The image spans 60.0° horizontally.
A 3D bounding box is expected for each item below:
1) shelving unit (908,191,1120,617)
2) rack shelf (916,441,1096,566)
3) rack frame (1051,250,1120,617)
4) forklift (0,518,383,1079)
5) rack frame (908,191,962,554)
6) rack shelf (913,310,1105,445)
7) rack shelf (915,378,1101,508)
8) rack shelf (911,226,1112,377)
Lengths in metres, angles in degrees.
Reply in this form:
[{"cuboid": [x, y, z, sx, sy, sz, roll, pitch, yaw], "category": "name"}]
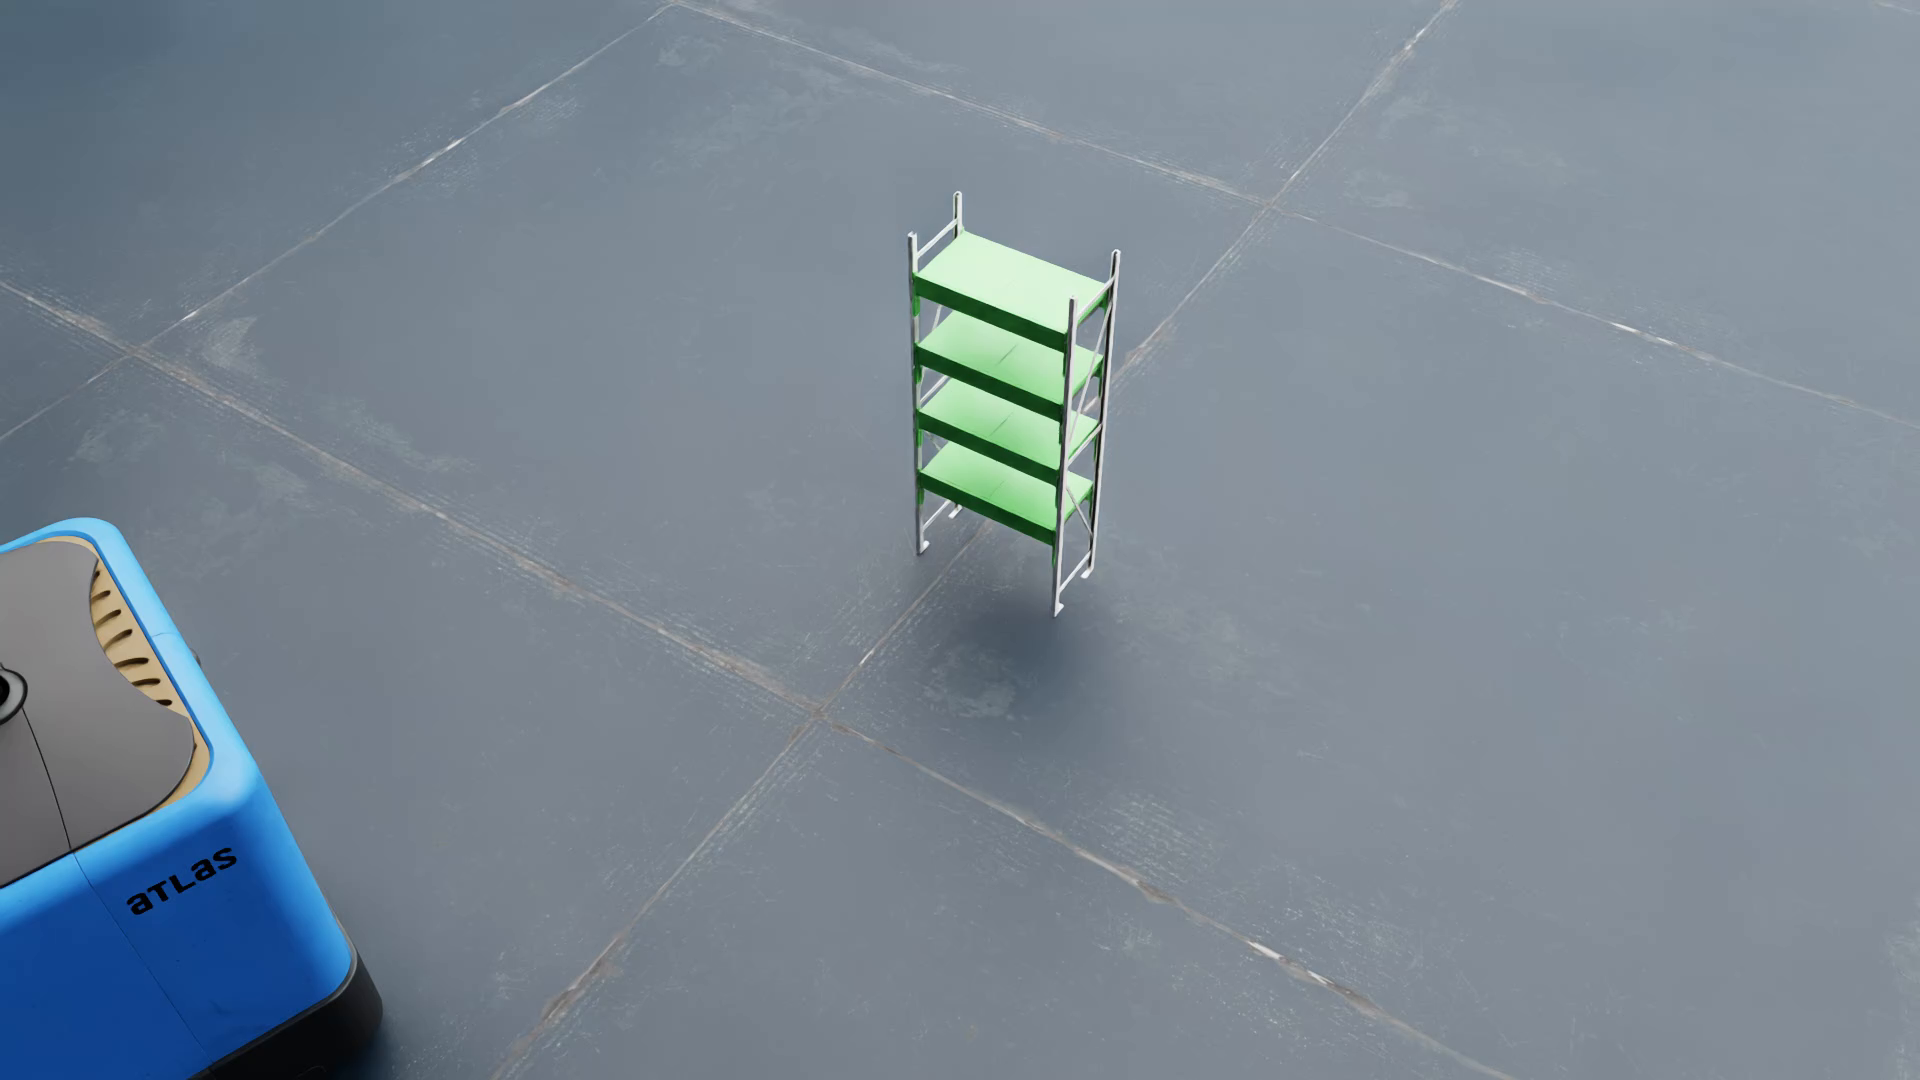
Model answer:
[{"cuboid": [0.139, -0.354, 4.757, 0.503, 1.200, 0.258, 25, 51, 22], "category": "shelving unit"}, {"cuboid": [0.139, -0.142, 4.975, 0.480, 0.148, 0.258, 25, 51, 22], "category": "rack shelf"}, {"cuboid": [0.345, -0.260, 4.666, 0.015, 1.200, 0.240, 25, 51, 22], "category": "rack frame"}, {"cuboid": [-2.875, 0.568, 2.654, 3.031, 2.935, 1.130, -29, 52, -25], "category": "forklift"}, {"cuboid": [-0.066, -0.449, 4.849, 0.015, 1.200, 0.240, 25, 51, 22], "category": "rack frame"}, {"cuboid": [0.139, -0.477, 4.631, 0.480, 0.148, 0.258, 25, 51, 22], "category": "rack shelf"}, {"cuboid": [0.139, -0.310, 4.803, 0.480, 0.148, 0.258, 25, 51, 22], "category": "rack shelf"}, {"cuboid": [0.139, -0.644, 4.459, 0.480, 0.148, 0.258, 25, 51, 22], "category": "rack shelf"}]
